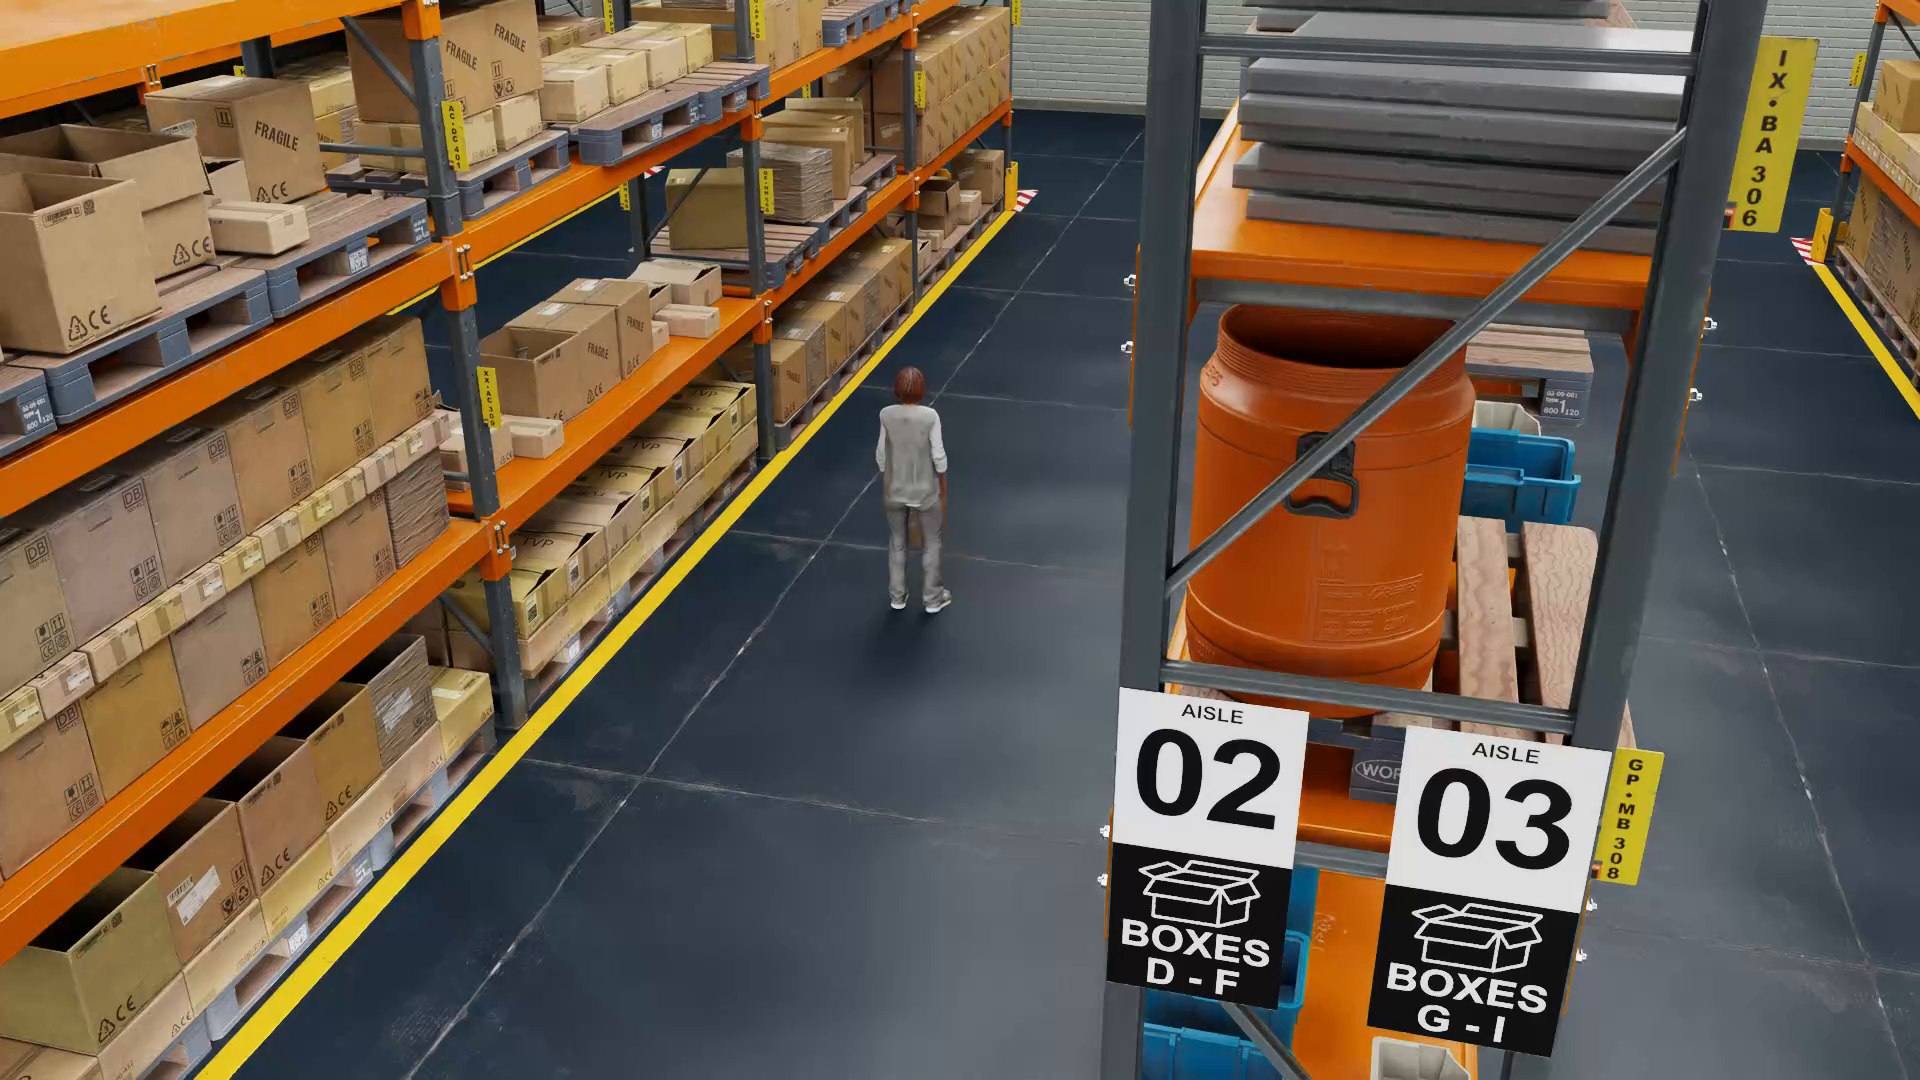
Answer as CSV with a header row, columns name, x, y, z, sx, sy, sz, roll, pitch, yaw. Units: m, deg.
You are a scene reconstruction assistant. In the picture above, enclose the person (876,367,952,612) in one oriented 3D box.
name,x,y,z,sx,sy,sz,roll,pitch,yaw
person,-0.296,-0.300,10.315,0.452,1.598,0.341,6,26,11
